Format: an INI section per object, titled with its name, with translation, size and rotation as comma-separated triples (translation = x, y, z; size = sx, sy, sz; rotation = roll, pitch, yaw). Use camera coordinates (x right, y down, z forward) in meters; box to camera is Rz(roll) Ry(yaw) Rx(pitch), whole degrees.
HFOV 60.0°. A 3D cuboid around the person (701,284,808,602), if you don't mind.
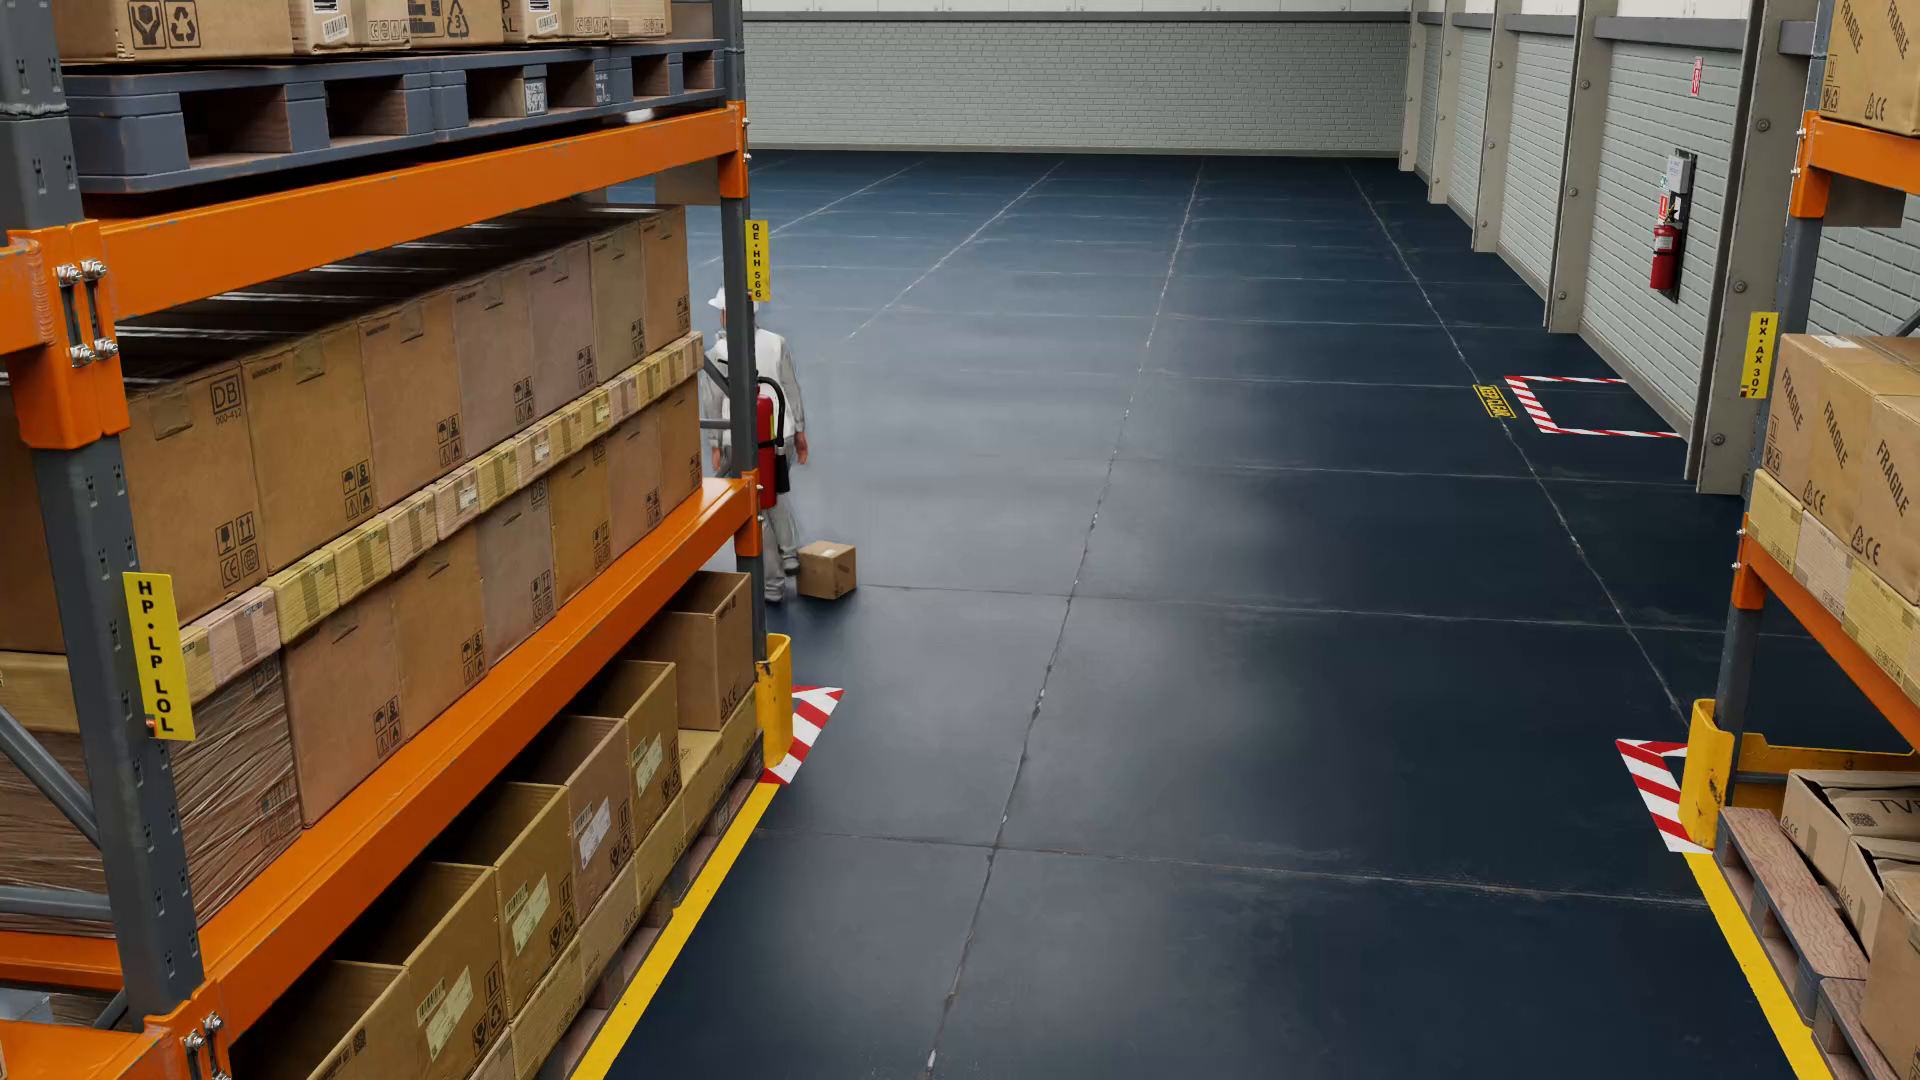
[person]
translation = -1.132, -0.549, 9.172
size = 0.546, 1.756, 0.493
rotation = -13, 22, -35
